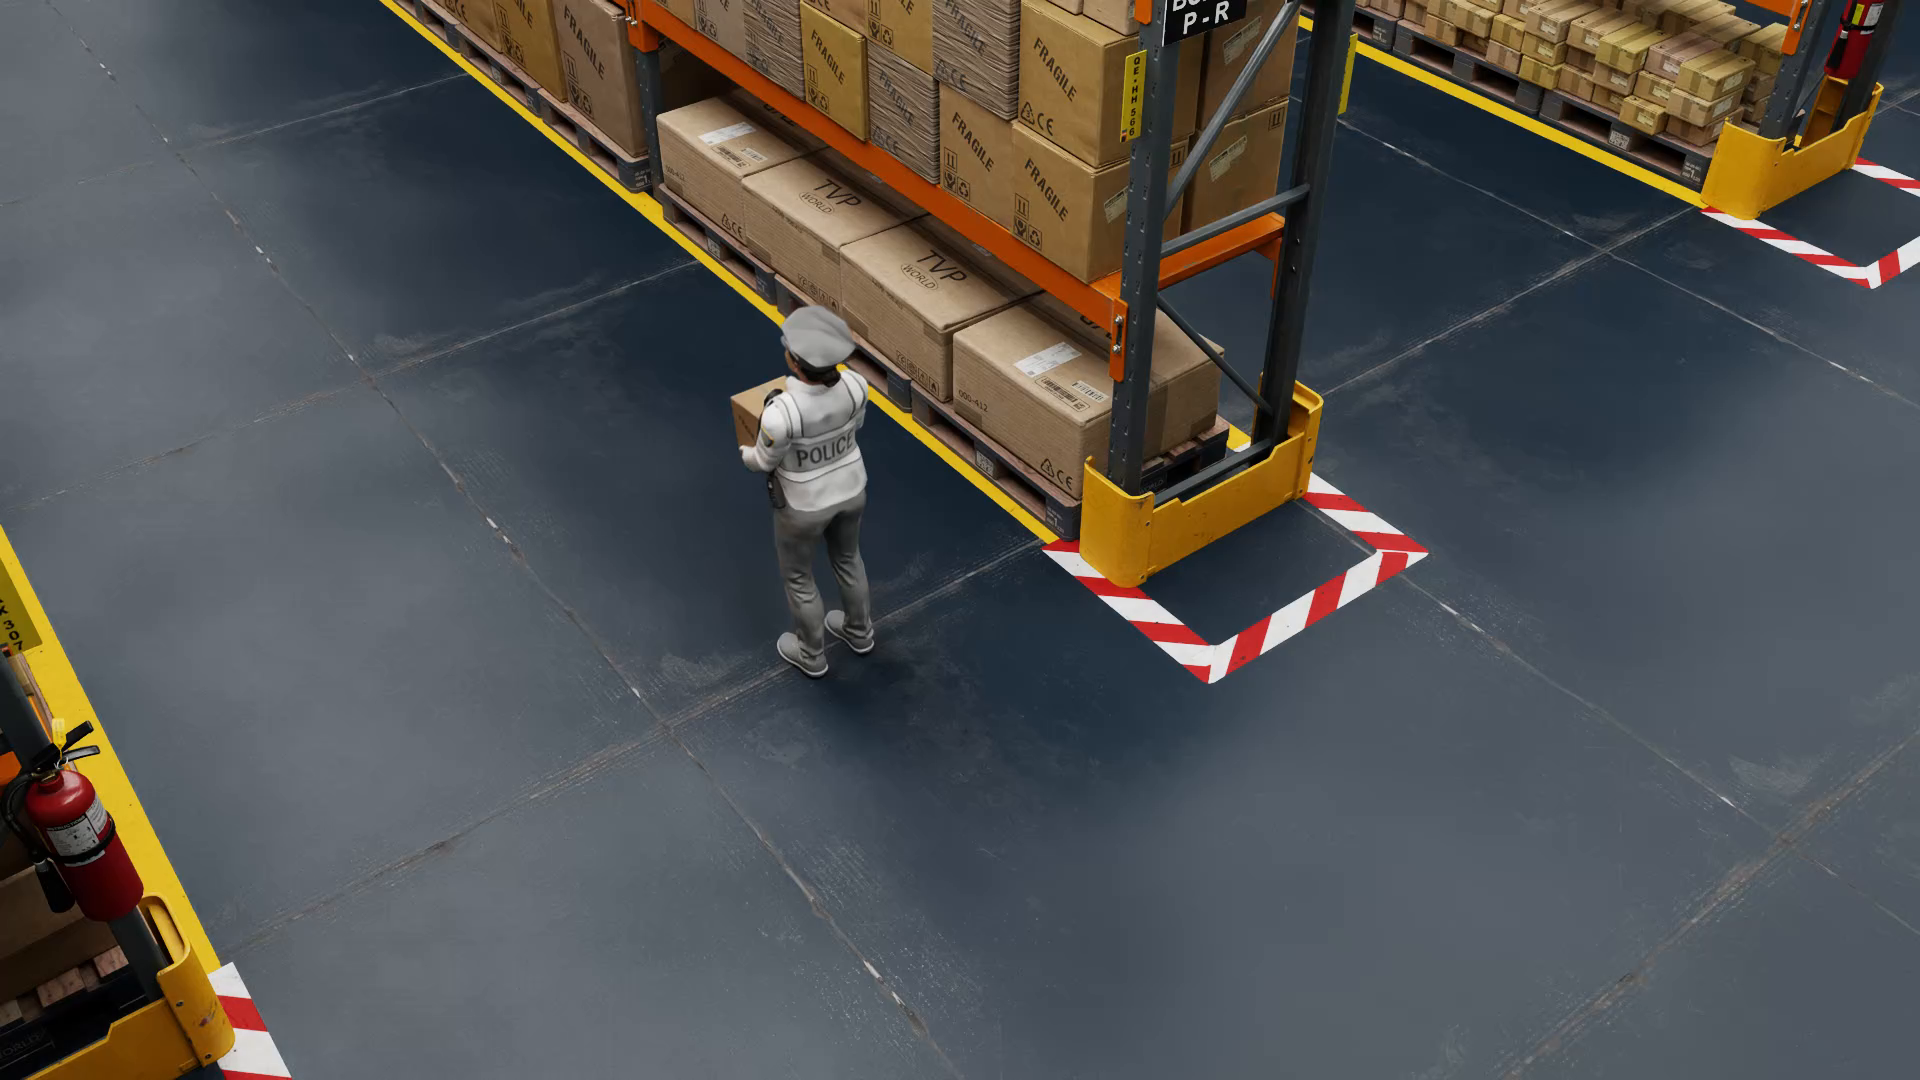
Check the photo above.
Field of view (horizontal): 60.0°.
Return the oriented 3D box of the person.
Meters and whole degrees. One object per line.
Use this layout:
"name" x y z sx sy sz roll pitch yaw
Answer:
"person" -0.580 -0.211 6.387 0.458 1.686 0.558 -26 47 -27
